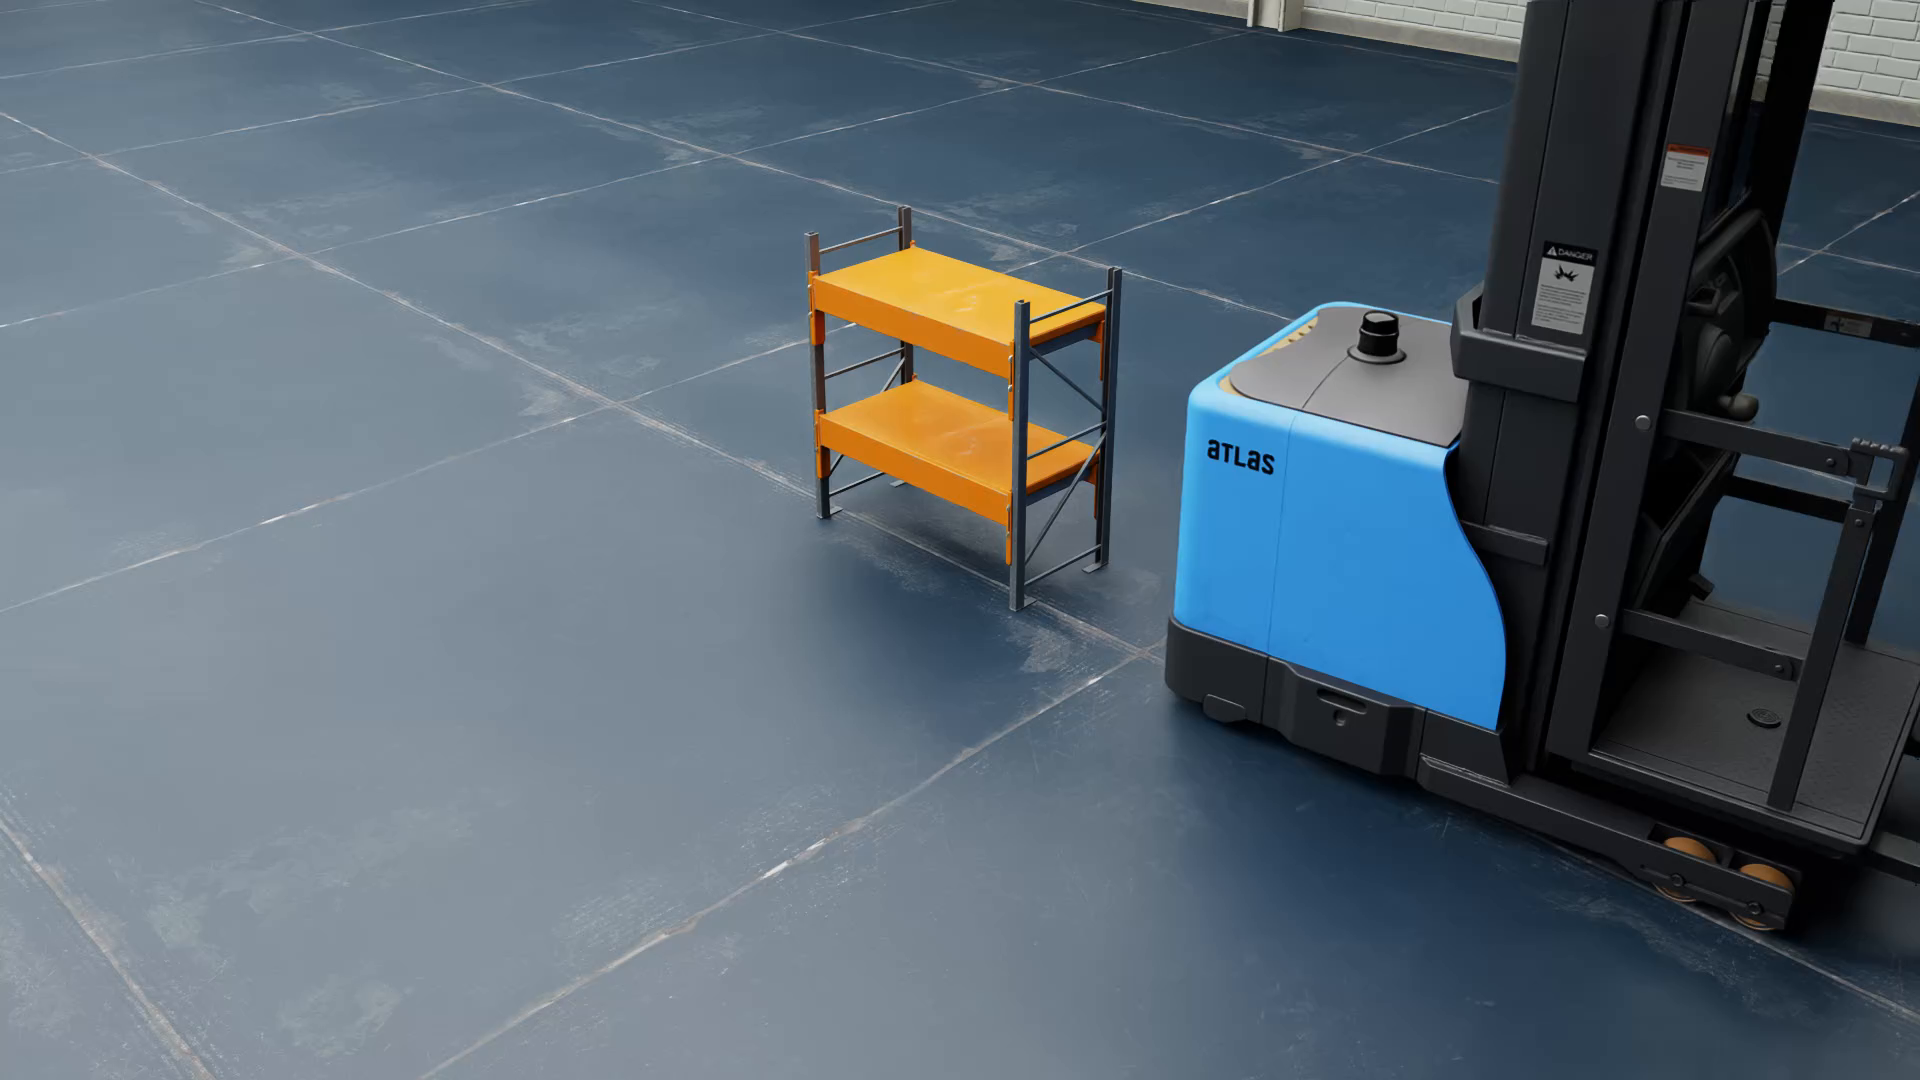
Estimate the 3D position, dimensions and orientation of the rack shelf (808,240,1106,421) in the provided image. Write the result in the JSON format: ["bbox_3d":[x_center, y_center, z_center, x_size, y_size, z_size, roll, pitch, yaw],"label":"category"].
[{"bbox_3d":[-0.005,-0.759,5.856,1.000,0.278,0.538,25,36,38],"label":"rack shelf"}]

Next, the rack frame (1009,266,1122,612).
[{"bbox_3d":[0.358,-0.334,5.677,0.032,1.125,0.500,25,36,38],"label":"rack frame"}]

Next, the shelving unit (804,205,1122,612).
[{"bbox_3d":[-0.005,-0.500,5.992,1.048,1.125,0.538,25,36,38],"label":"shelving unit"}]

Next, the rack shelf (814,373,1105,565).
[{"bbox_3d":[-0.005,-0.284,6.106,1.000,0.278,0.538,25,36,38],"label":"rack shelf"}]

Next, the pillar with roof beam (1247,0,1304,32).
[{"bbox_3d":[-0.156,-7.232,10.334,0.400,9.000,9.100,25,36,38],"label":"pillar with roof beam"}]

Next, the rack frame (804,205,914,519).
[{"bbox_3d":[-0.367,-0.666,6.308,0.032,1.125,0.500,25,36,38],"label":"rack frame"}]

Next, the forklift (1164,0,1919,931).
[{"bbox_3d":[2.141,-0.566,4.177,3.031,2.935,1.130,18,33,31],"label":"forklift"}]
